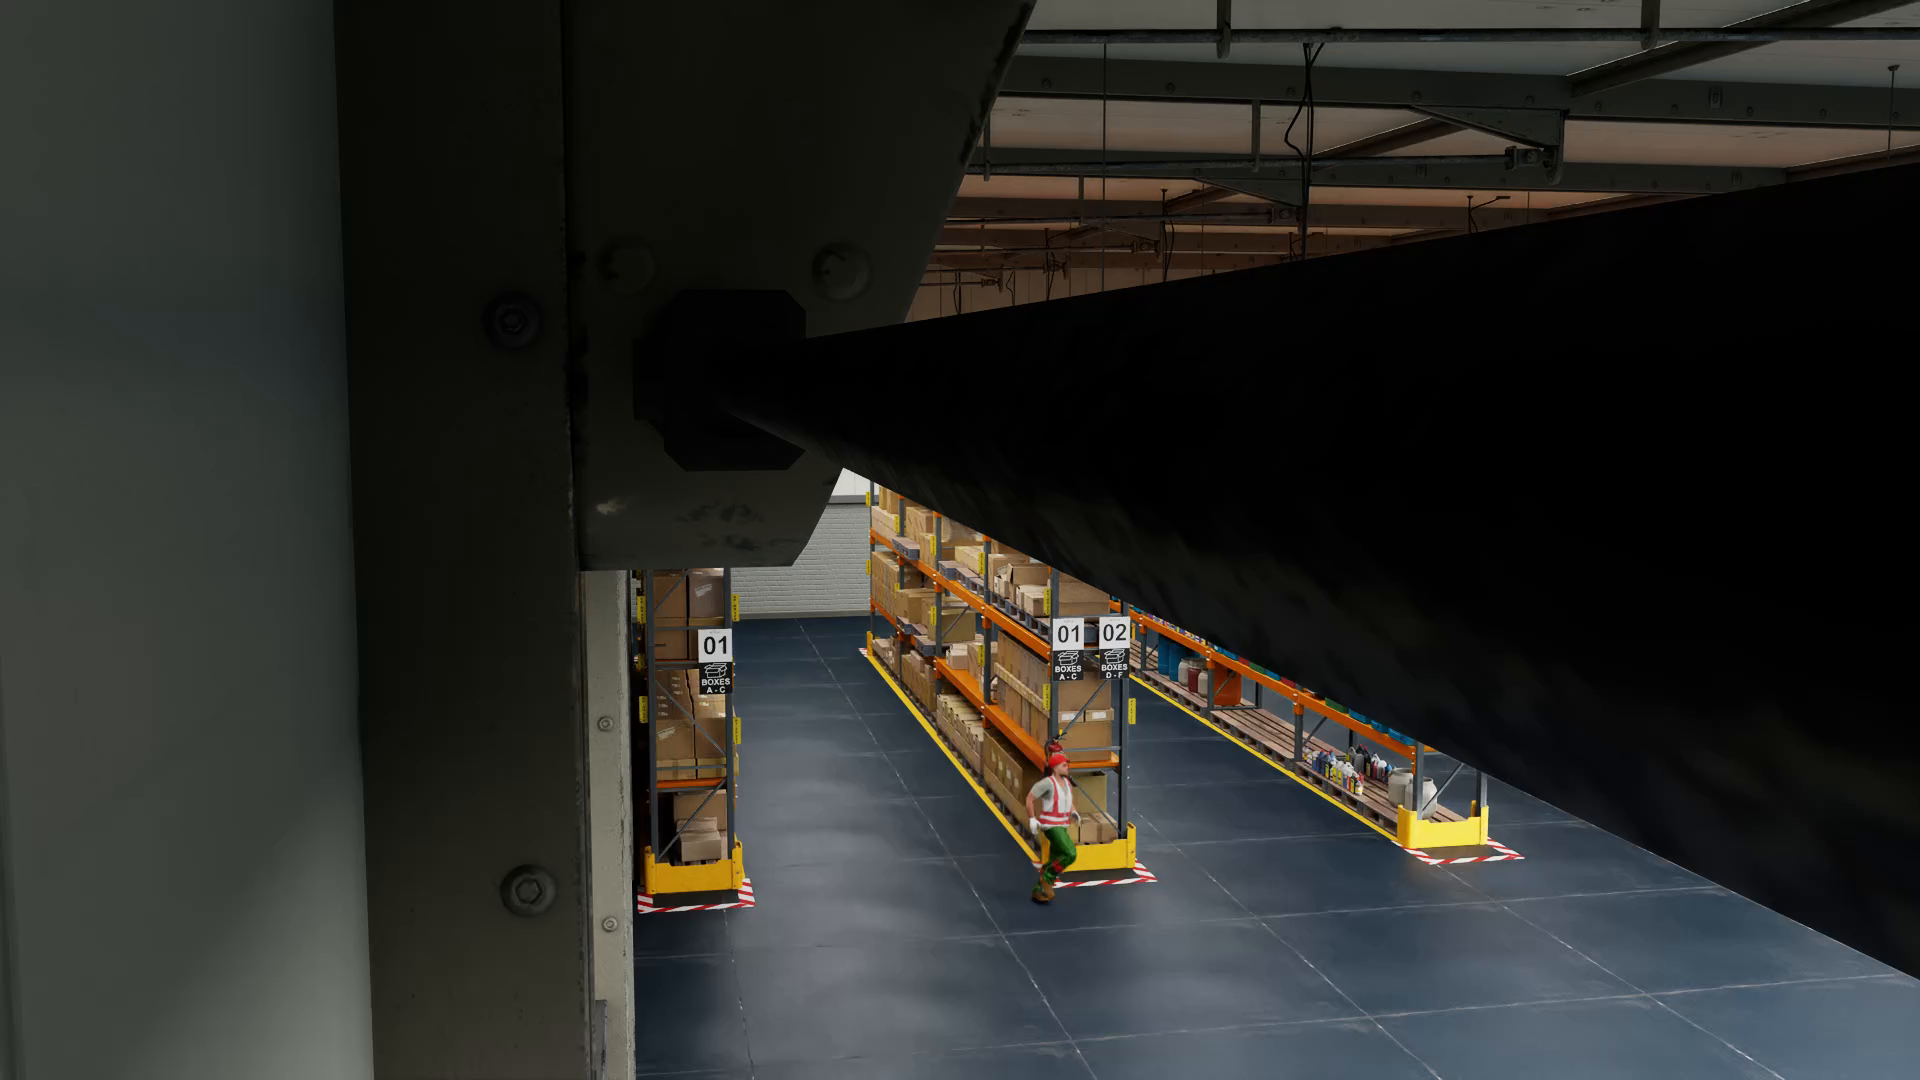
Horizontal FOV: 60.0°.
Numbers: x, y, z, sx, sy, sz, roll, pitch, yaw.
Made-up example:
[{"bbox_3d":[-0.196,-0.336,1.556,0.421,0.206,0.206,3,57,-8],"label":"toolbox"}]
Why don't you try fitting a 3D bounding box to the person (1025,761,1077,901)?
[{"bbox_3d":[1.197,3.430,19.736,0.594,1.669,0.663,4,7,35],"label":"person"}]
